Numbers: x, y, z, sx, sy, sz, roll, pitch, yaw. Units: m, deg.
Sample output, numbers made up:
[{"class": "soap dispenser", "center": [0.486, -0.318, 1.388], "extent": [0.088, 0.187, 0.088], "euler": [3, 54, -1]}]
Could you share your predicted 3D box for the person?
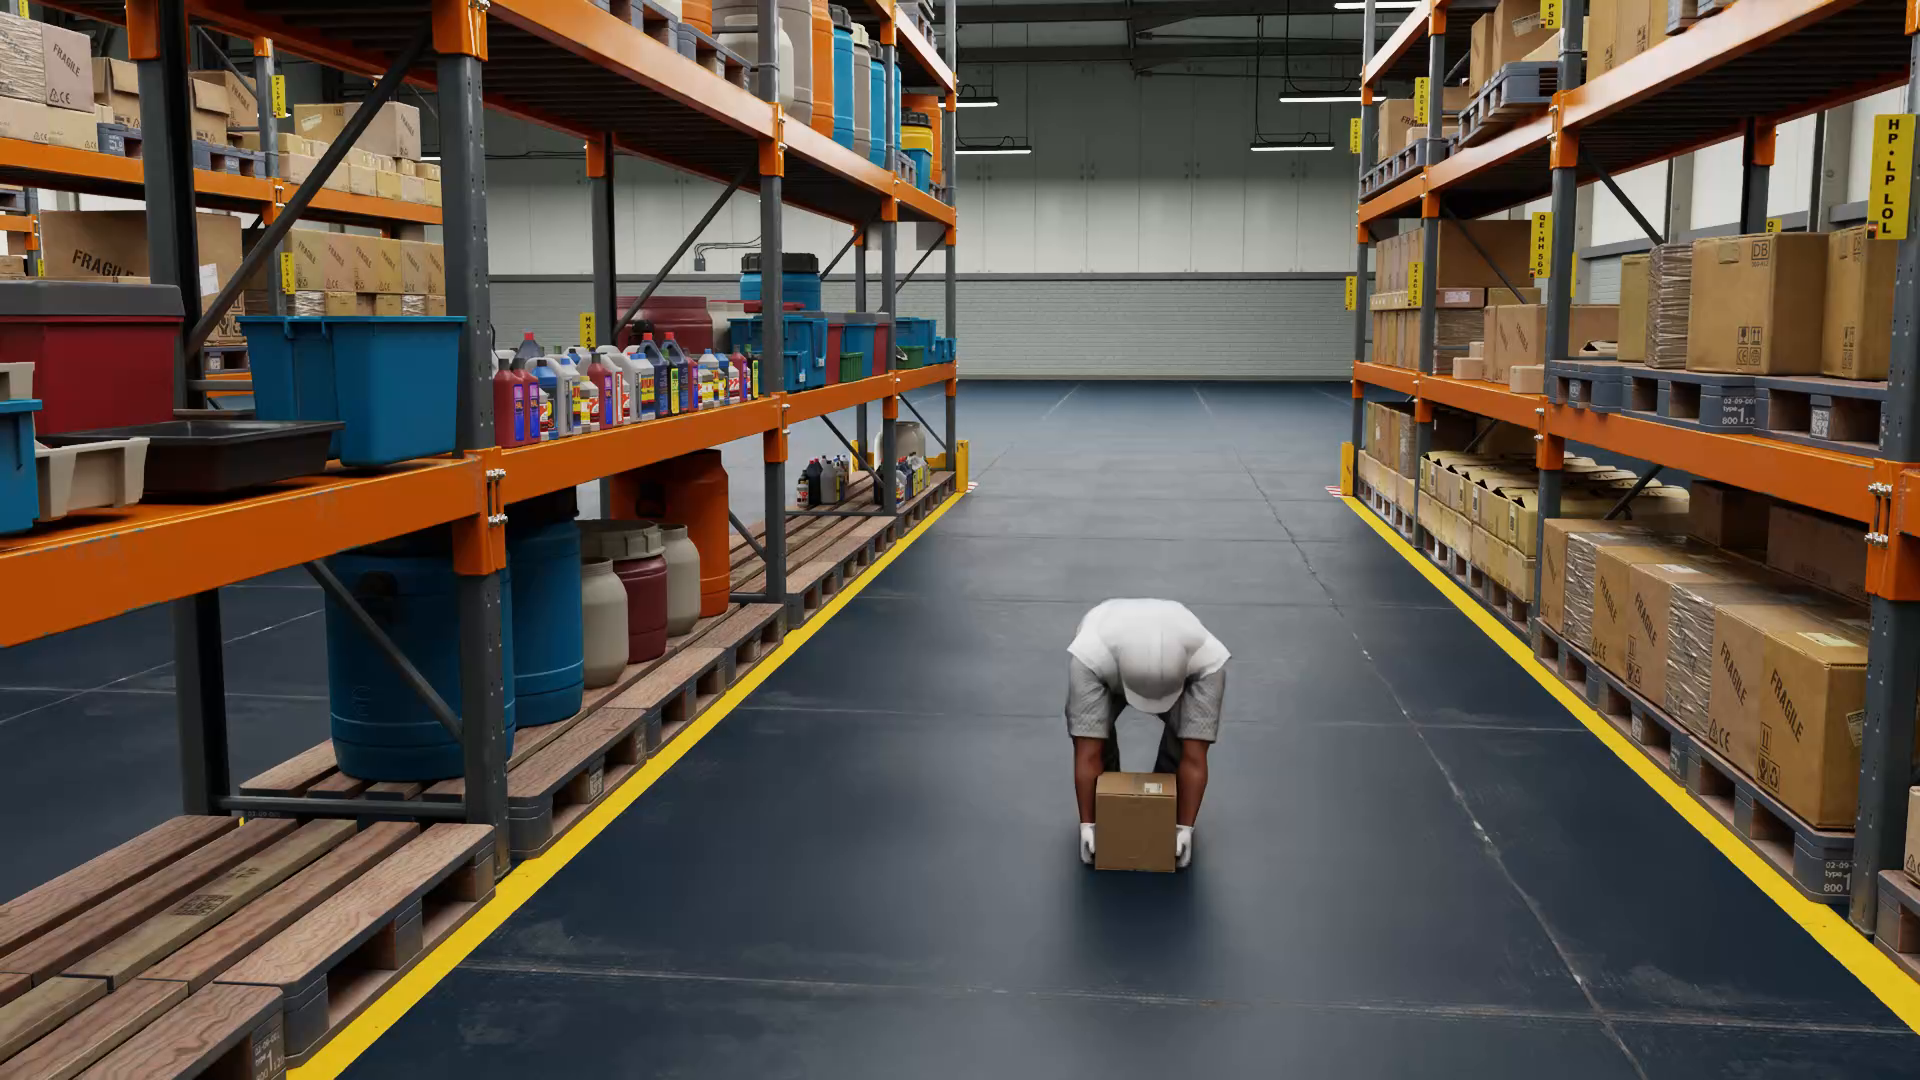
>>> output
[{"class": "person", "center": [0.622, 0.597, 5.560], "extent": [0.543, 0.813, 0.979], "euler": [1, 8, 5]}]
